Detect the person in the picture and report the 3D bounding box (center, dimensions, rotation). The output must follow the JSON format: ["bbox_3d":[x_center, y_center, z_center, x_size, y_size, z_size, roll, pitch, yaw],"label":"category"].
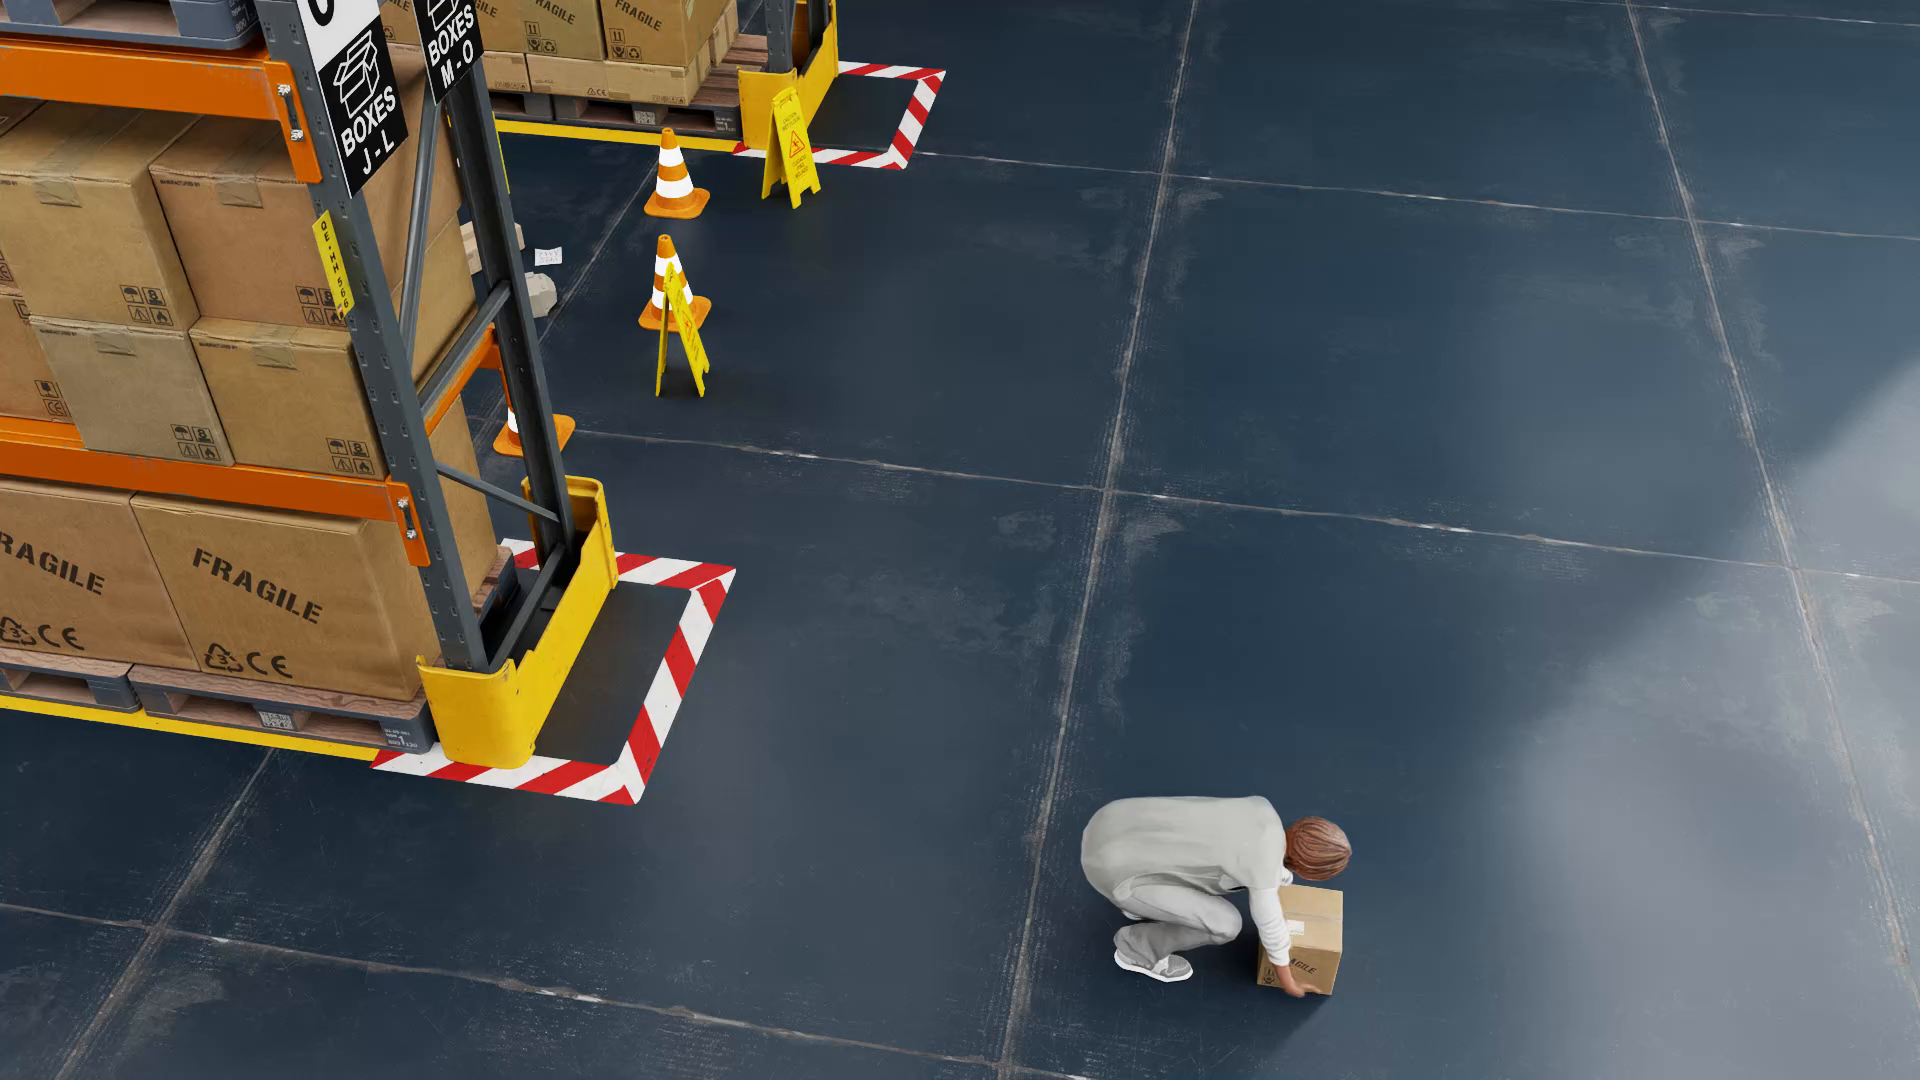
[{"bbox_3d":[0.830,1.159,5.549,0.869,0.715,0.420,6,41,6],"label":"person"}]
